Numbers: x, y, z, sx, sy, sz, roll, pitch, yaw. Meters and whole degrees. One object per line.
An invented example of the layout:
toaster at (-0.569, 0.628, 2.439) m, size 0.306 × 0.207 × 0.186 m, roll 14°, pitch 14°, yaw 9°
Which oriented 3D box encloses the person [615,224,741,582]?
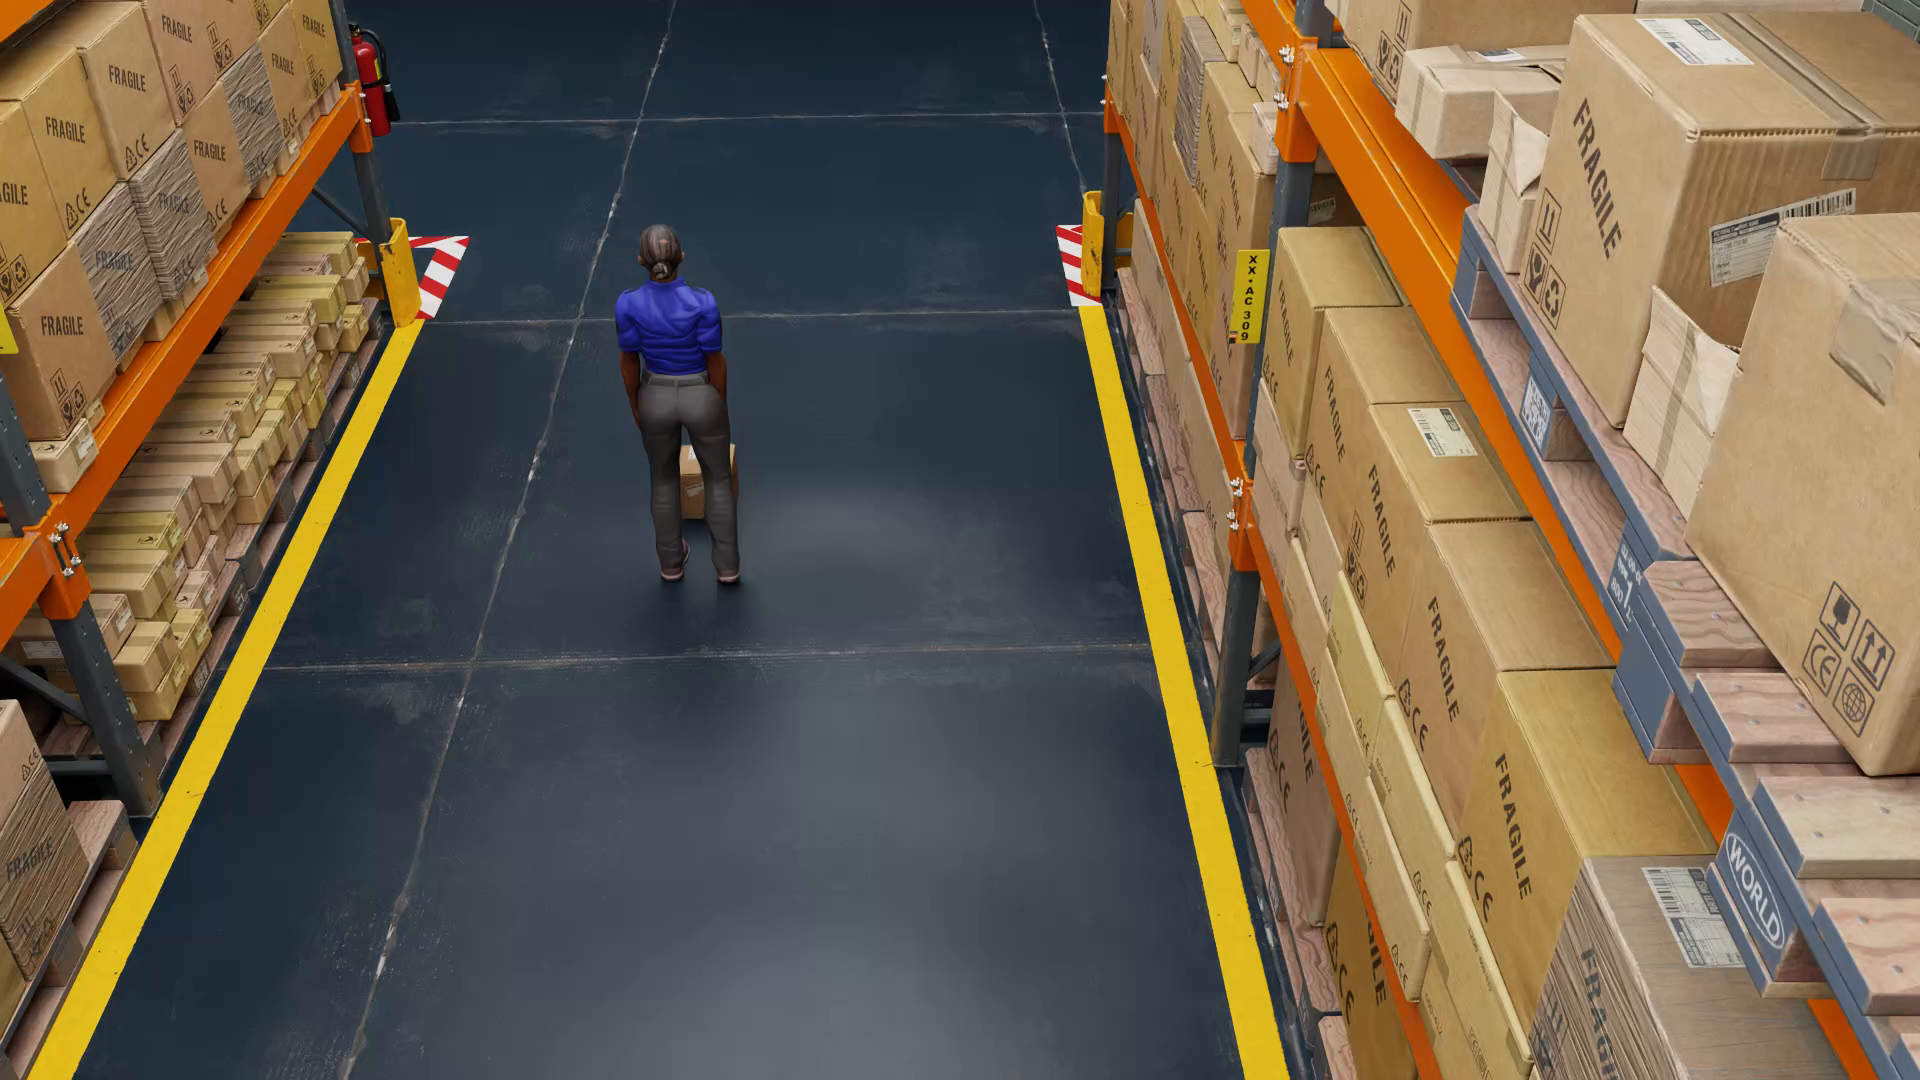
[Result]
person at (-1.173, -0.551, 6.944) m, size 0.436 × 1.675 × 0.322 m, roll -1°, pitch 35°, yaw -1°
